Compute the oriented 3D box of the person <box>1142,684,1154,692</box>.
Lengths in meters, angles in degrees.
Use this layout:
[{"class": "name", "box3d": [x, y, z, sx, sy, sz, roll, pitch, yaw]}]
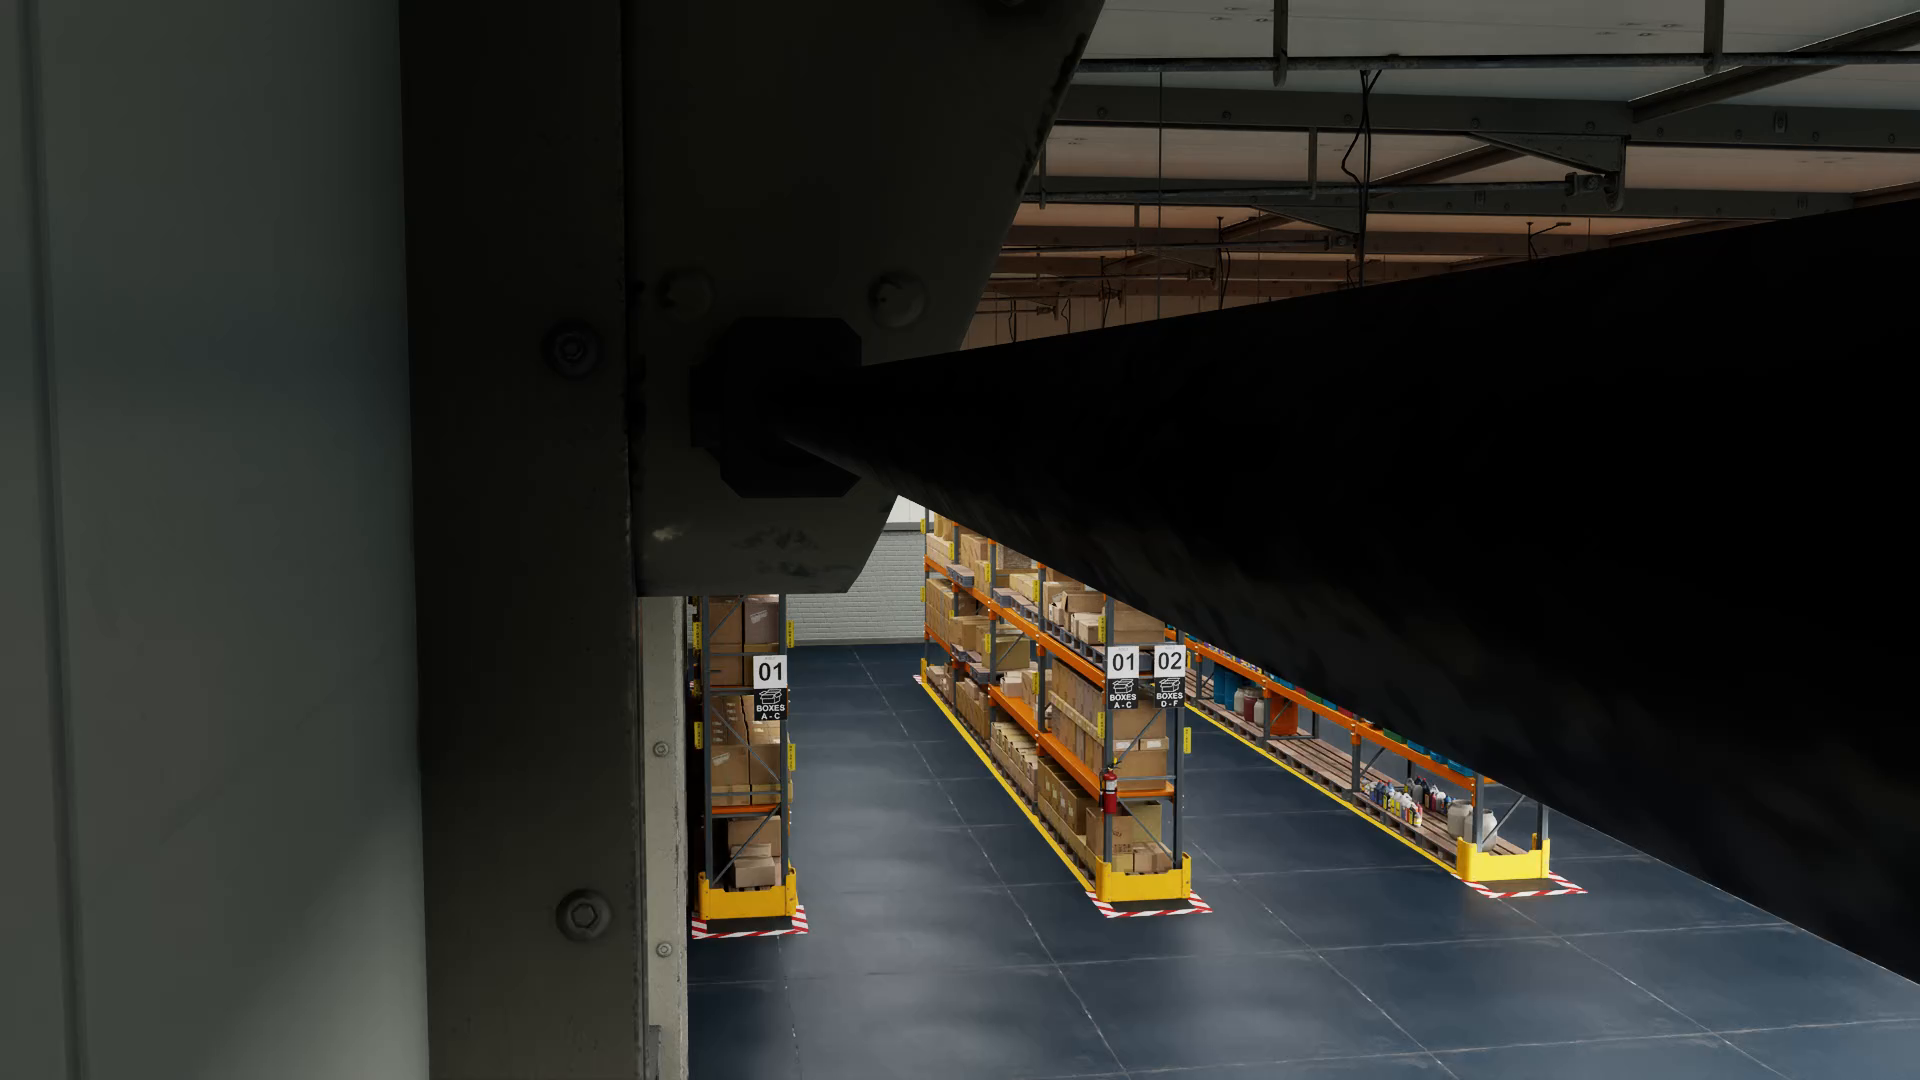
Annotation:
[{"class": "person", "box3d": [3.238, 2.813, 30.255, 0.731, 1.733, 0.722, -2, 5, -17]}]
